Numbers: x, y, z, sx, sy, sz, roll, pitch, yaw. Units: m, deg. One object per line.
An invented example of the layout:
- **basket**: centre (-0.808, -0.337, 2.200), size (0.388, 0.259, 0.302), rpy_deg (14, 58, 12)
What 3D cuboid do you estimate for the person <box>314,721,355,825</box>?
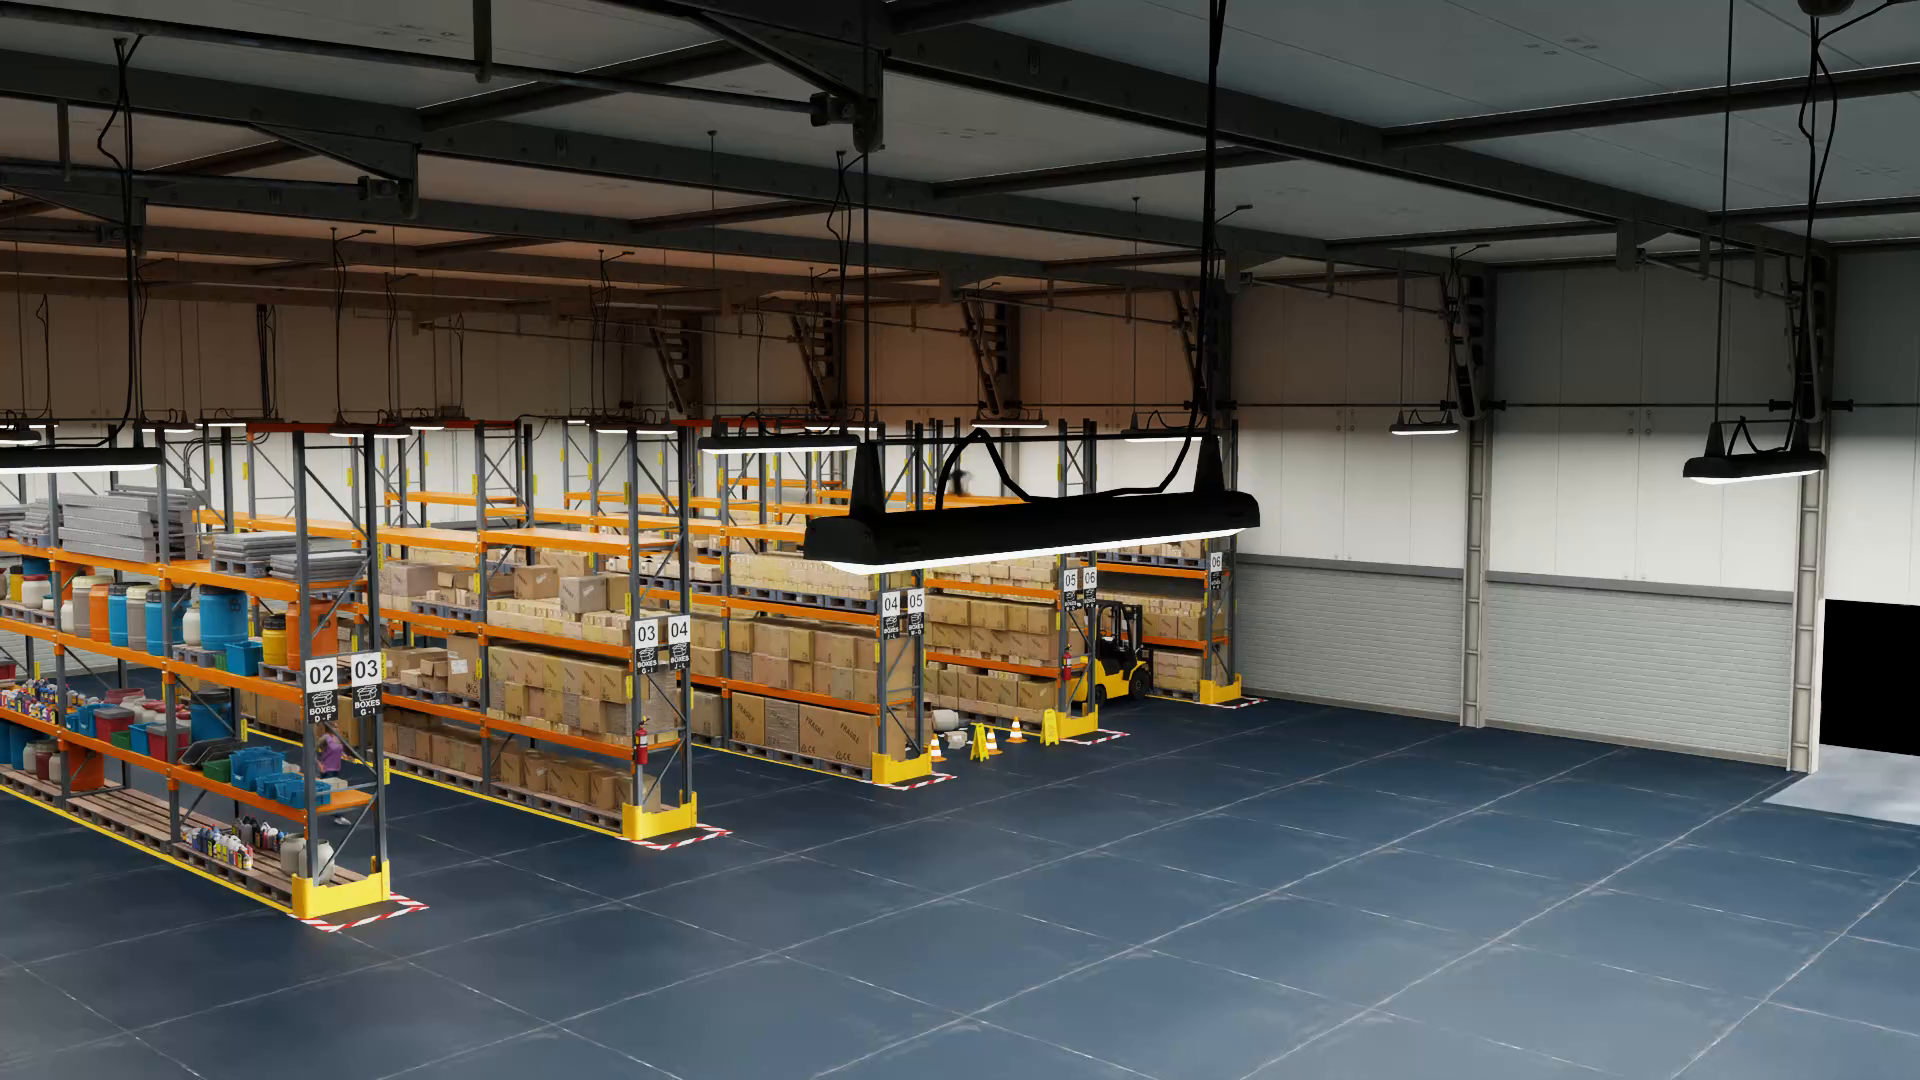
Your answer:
- **person**: centre (-9.599, 3.492, 25.165), size (0.844, 1.594, 0.519), rpy_deg (2, 5, 20)
